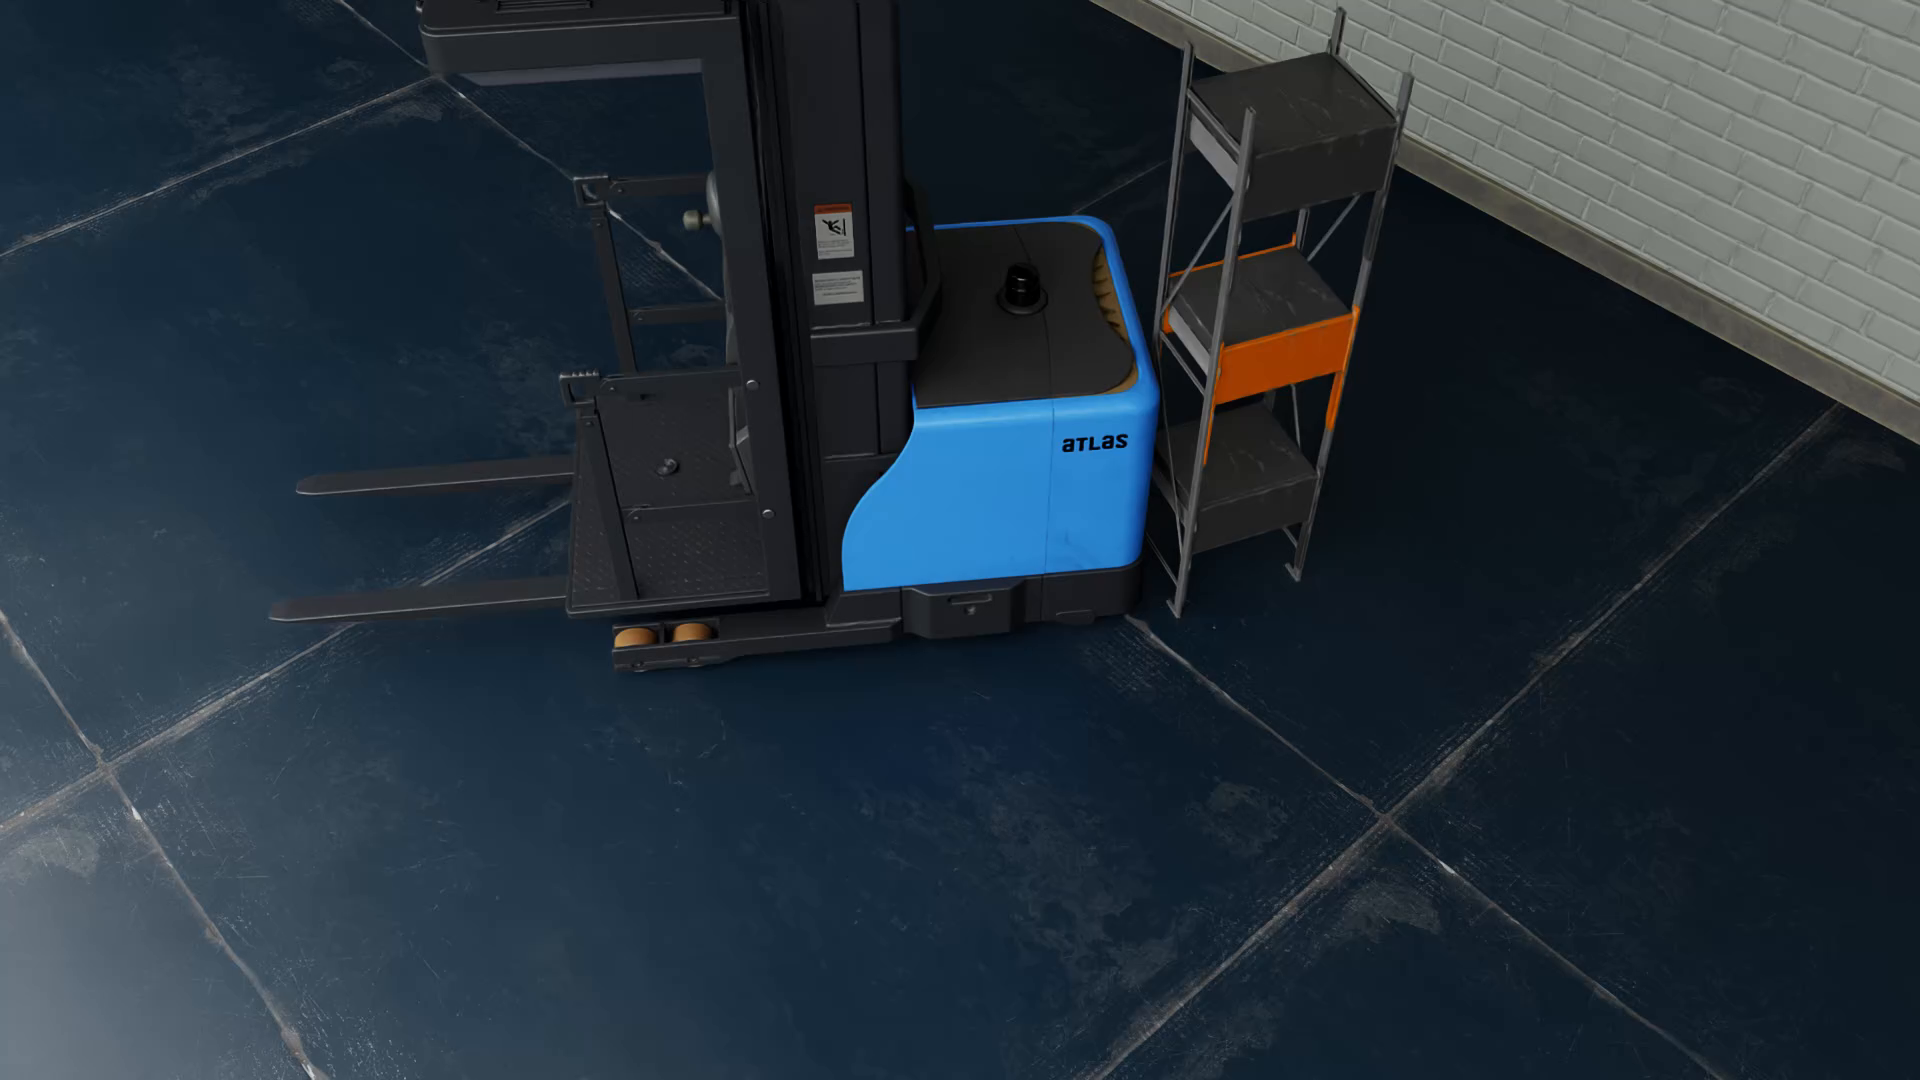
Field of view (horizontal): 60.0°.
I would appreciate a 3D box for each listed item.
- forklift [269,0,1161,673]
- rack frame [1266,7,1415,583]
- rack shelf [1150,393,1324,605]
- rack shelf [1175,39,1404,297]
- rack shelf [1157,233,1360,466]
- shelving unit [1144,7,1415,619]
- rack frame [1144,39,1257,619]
[{"bbox_3d":[-0.903,-0.944,5.127,3.031,2.935,1.130,-5,47,-4],"label":"forklift"},{"bbox_3d":[1.170,-0.695,5.463,0.015,2.100,0.400,-16,49,-14],"label":"rack frame"},{"bbox_3d":[0.943,-0.146,5.927,0.480,0.518,0.431,-16,49,-14],"label":"rack shelf"},{"bbox_3d":[0.943,-1.095,4.898,0.480,0.518,0.431,-16,49,-14],"label":"rack shelf"},{"bbox_3d":[0.943,-0.621,5.413,0.480,0.518,0.431,-16,49,-14],"label":"rack shelf"},{"bbox_3d":[0.943,-0.630,5.403,0.503,2.100,0.431,-16,49,-14],"label":"shelving unit"},{"bbox_3d":[0.715,-0.565,5.343,0.015,2.100,0.400,-16,49,-14],"label":"rack frame"}]
